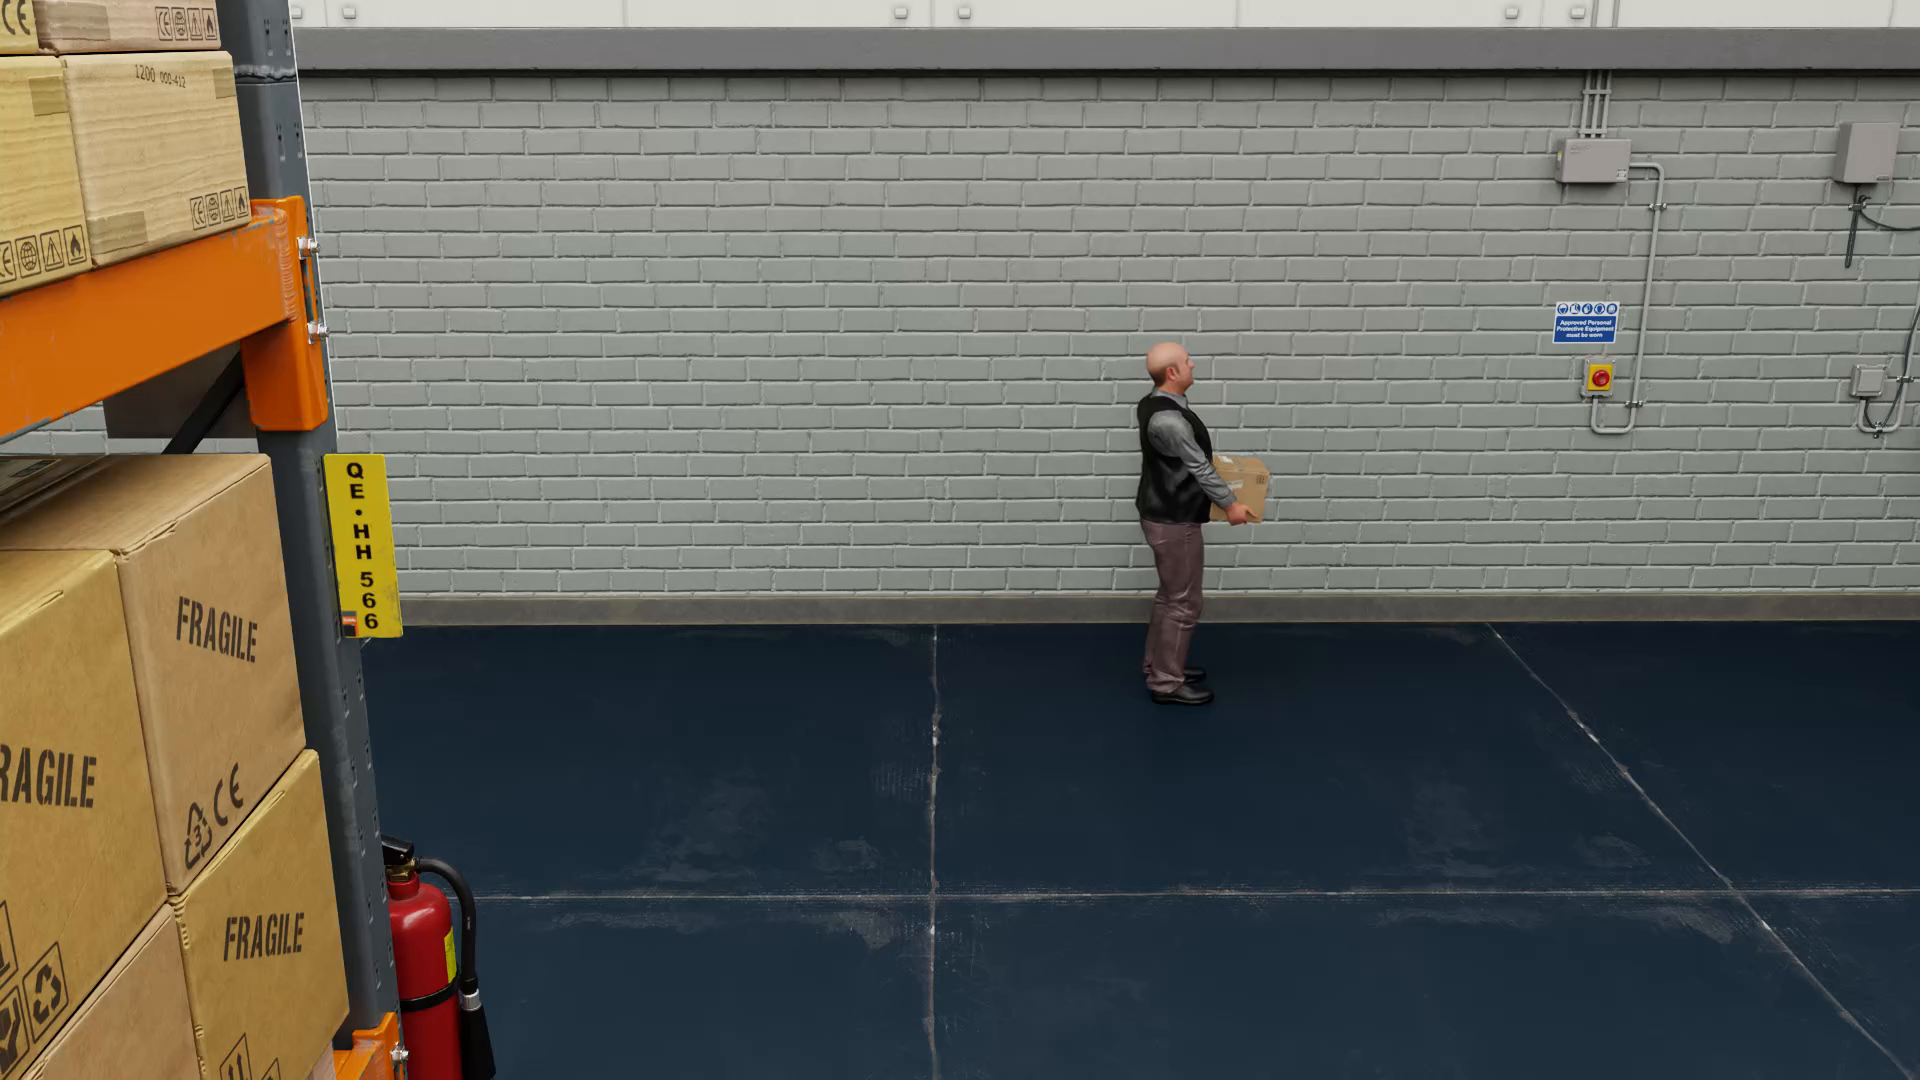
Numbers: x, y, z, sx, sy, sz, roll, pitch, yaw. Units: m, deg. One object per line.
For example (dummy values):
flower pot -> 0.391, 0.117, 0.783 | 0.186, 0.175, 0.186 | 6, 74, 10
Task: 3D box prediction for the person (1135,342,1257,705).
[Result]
person -> 1.106, -0.089, 7.888 | 0.550, 1.714, 0.496 | 0, 17, -1
